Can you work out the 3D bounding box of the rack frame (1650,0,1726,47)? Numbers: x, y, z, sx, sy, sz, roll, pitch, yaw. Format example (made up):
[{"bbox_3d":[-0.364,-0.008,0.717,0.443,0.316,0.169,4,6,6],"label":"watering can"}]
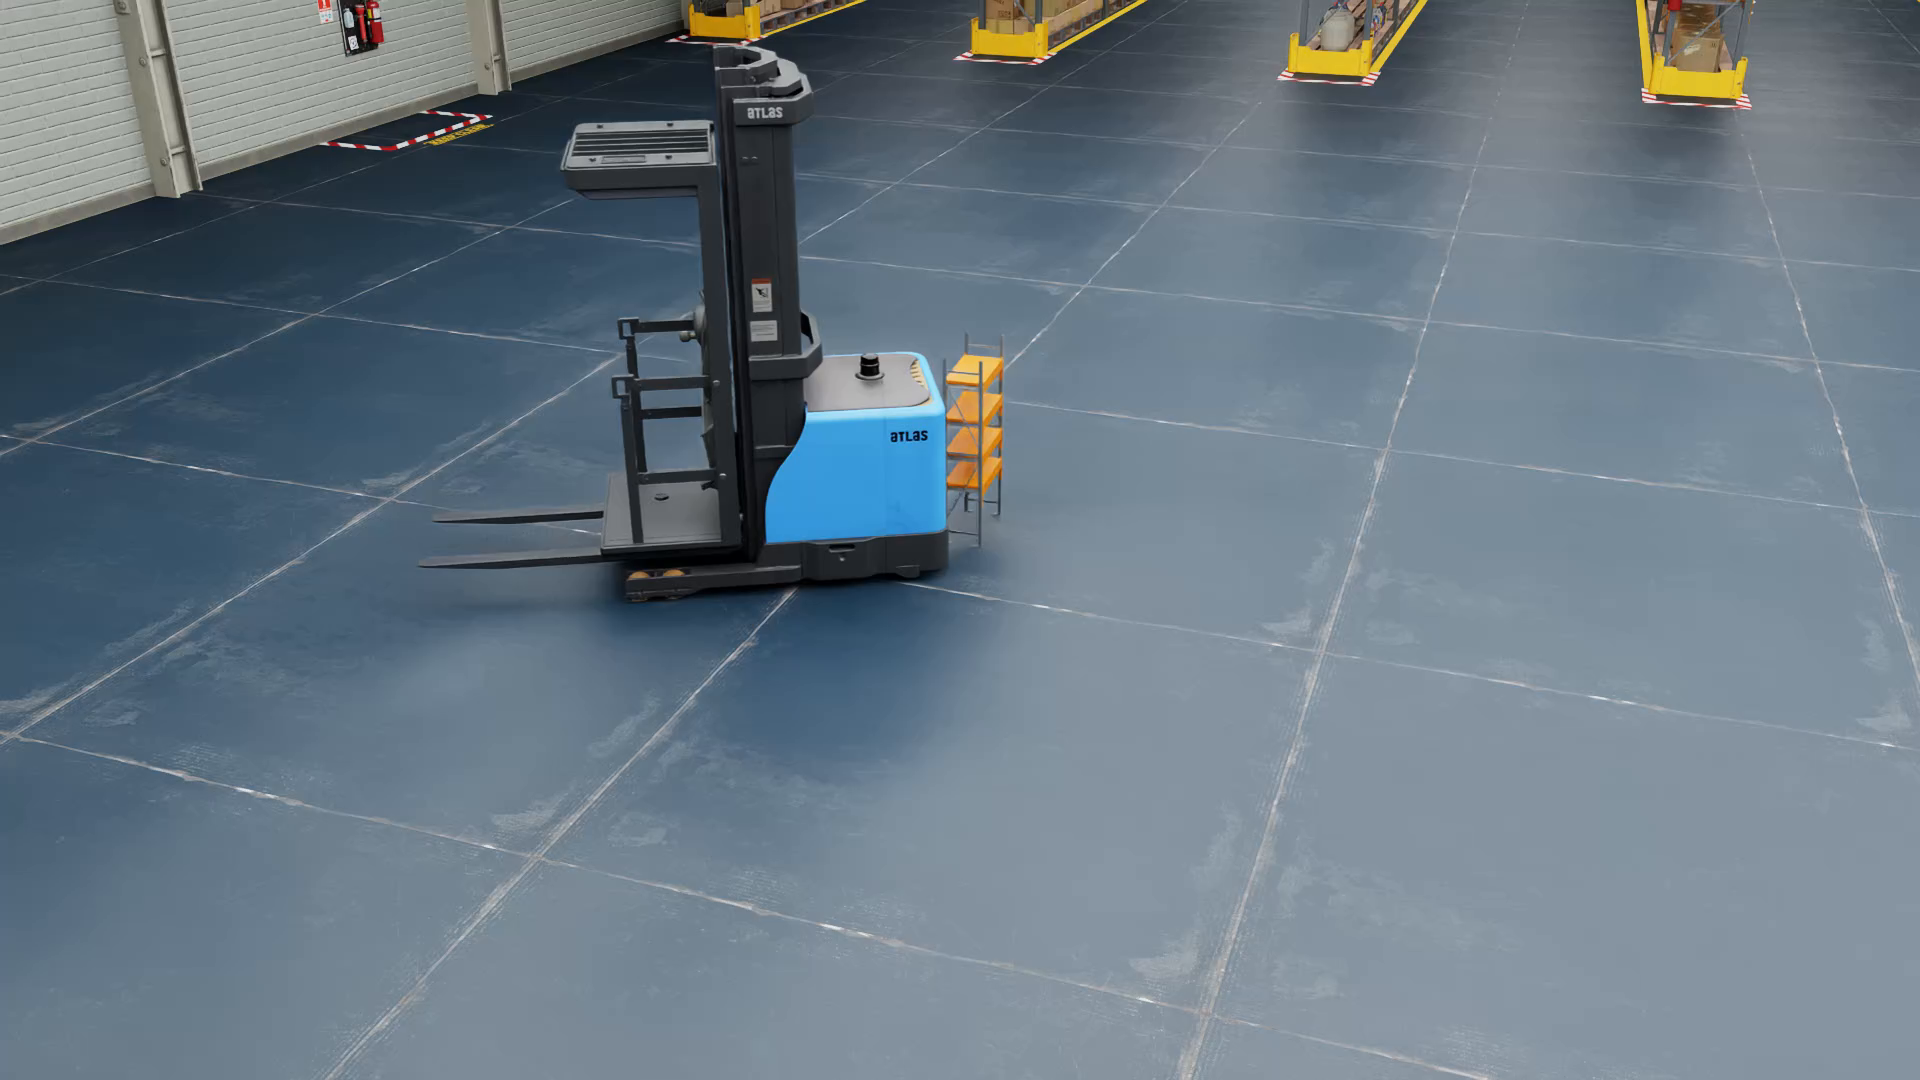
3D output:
[{"bbox_3d":[11.447,-9.127,25.659,1.000,3.000,0.127,9,27,17],"label":"rack frame"}]

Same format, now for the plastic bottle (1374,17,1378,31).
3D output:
[{"bbox_3d":[6.490,-8.053,26.067,0.097,0.271,0.097,0,26,0],"label":"plastic bottle"}]

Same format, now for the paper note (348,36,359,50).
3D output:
[{"bbox_3d":[-7.459,-6.116,20.451,0.016,0.148,0.142,9,27,17],"label":"paper note"}]

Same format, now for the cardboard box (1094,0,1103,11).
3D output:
[{"bbox_3d":[2.158,-9.294,28.677,0.500,0.250,0.500,9,27,17],"label":"cardboard box"}]

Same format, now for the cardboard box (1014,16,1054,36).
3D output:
[{"bbox_3d":[1.164,-8.061,26.130,0.500,0.250,0.500,9,27,17],"label":"cardboard box"}]

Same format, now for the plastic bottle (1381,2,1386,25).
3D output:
[{"bbox_3d":[6.834,-8.545,26.990,0.144,0.351,0.185,8,27,16],"label":"plastic bottle"}]

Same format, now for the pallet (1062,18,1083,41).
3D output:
[{"bbox_3d":[1.398,-8.486,27.535,1.003,0.211,1.213,9,27,17],"label":"pallet"}]

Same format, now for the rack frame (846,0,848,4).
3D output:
[{"bbox_3d":[-2.566,-11.282,30.109,1.000,3.000,0.127,9,27,17],"label":"rack frame"}]

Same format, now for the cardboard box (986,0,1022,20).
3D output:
[{"bbox_3d":[0.673,-8.474,26.122,0.500,0.500,0.500,9,27,17],"label":"cardboard box"}]

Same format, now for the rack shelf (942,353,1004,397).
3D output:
[{"bbox_3d":[0.081,-0.965,9.964,0.258,0.148,0.480,7,27,14],"label":"rack shelf"}]

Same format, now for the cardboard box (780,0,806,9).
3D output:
[{"bbox_3d":[-3.101,-9.511,28.815,0.700,0.500,0.500,7,27,14],"label":"cardboard box"}]

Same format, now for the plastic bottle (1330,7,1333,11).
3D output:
[{"bbox_3d":[5.912,-8.327,26.542,0.144,0.351,0.185,9,27,17],"label":"plastic bottle"}]

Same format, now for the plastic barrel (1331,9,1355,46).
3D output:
[{"bbox_3d":[5.759,-7.758,25.205,0.421,0.512,0.421,0,26,0],"label":"plastic barrel"}]

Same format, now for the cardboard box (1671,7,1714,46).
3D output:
[{"bbox_3d":[11.093,-7.796,25.296,0.500,0.500,0.500,19,32,34],"label":"cardboard box"}]

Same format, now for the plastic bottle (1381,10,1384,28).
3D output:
[{"bbox_3d":[6.755,-8.362,26.691,0.061,0.283,0.133,11,28,21],"label":"plastic bottle"}]

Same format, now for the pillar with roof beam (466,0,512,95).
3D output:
[{"bbox_3d":[-2.417,-9.661,19.878,9.100,9.000,0.400,9,27,17],"label":"pillar with roof beam"}]

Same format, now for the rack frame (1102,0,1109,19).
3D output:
[{"bbox_3d":[2.107,-10.565,28.629,1.000,3.000,0.127,9,27,17],"label":"rack frame"}]

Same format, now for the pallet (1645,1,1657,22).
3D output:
[{"bbox_3d":[12.517,-9.195,28.998,1.003,0.211,1.213,9,27,17],"label":"pallet"}]

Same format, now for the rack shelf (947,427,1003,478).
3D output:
[{"bbox_3d":[0.080,-0.550,10.164,0.258,0.148,0.480,7,27,14],"label":"rack shelf"}]

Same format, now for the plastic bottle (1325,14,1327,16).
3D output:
[{"bbox_3d":[5.799,-8.149,26.258,0.152,0.276,0.135,8,27,16],"label":"plastic bottle"}]

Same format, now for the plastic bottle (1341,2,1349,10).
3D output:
[{"bbox_3d":[6.252,-8.559,27.019,0.144,0.351,0.185,9,27,17],"label":"plastic bottle"}]

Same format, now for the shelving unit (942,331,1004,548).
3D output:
[{"bbox_3d":[0.080,-0.611,10.134,0.258,1.200,0.503,7,27,14],"label":"shelving unit"}]

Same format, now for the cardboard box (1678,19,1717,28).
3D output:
[{"bbox_3d":[10.732,-7.307,24.285,0.500,0.500,0.500,11,28,22],"label":"cardboard box"}]

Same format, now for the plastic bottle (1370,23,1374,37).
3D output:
[{"bbox_3d":[6.342,-7.871,25.691,0.097,0.271,0.097,0,26,0],"label":"plastic bottle"}]

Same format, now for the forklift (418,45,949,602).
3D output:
[{"bbox_3d":[-1.629,-1.213,9.393,3.031,2.935,1.130,-4,26,-8],"label":"forklift"}]

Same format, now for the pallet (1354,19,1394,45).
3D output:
[{"bbox_3d":[6.514,-8.320,27.192,1.003,0.211,1.213,9,27,17],"label":"pallet"}]

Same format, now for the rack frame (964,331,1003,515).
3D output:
[{"bbox_3d":[0.145,-0.713,10.346,0.240,1.200,0.015,7,27,14],"label":"rack frame"}]

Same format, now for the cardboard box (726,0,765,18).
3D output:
[{"bbox_3d":[-3.582,-8.897,27.765,0.500,0.311,0.500,6,26,12],"label":"cardboard box"}]

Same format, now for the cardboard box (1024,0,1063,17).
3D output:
[{"bbox_3d":[1.328,-8.604,26.391,0.500,0.500,0.500,9,27,17],"label":"cardboard box"}]

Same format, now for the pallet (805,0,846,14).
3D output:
[{"bbox_3d":[-2.756,-9.746,30.136,1.003,0.211,1.213,9,27,17],"label":"pallet"}]

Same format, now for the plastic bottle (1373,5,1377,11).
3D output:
[{"bbox_3d":[6.698,-8.565,27.034,0.144,0.351,0.185,9,27,17],"label":"plastic bottle"}]

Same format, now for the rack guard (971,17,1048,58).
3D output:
[{"bbox_3d":[0.768,-7.786,25.758,1.175,0.500,0.348,9,27,17],"label":"rack guard"}]

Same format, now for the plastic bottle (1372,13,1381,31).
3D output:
[{"bbox_3d":[6.605,-8.233,26.433,0.152,0.276,0.135,9,27,18],"label":"plastic bottle"}]

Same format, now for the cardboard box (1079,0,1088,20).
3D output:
[{"bbox_3d":[1.830,-8.883,27.827,0.500,0.250,0.500,9,27,17],"label":"cardboard box"}]

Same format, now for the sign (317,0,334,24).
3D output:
[{"bbox_3d":[-7.616,-6.379,19.943,0.001,0.329,0.234,9,27,17],"label":"sign"}]

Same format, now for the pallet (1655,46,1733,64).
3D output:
[{"bbox_3d":[10.853,-7.088,24.647,1.003,0.211,1.213,9,27,17],"label":"pallet"}]

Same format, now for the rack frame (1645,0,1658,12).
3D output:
[{"bbox_3d":[12.778,-10.771,29.054,1.000,3.000,0.127,9,27,17],"label":"rack frame"}]

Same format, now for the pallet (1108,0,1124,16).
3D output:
[{"bbox_3d":[2.315,-9.619,29.873,1.003,0.211,1.213,9,27,17],"label":"pallet"}]

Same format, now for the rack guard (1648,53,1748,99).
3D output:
[{"bbox_3d":[10.141,-6.389,22.873,1.175,0.500,0.348,9,27,17],"label":"rack guard"}]

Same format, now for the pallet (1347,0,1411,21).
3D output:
[{"bbox_3d":[7.405,-9.422,29.467,1.003,0.211,1.213,9,27,17],"label":"pallet"}]

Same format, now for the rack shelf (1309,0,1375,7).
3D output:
[{"bbox_3d":[6.111,-8.700,25.601,1.077,0.370,4.000,9,27,17],"label":"rack shelf"}]

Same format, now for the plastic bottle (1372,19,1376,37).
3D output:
[{"bbox_3d":[6.435,-7.967,25.875,0.061,0.283,0.133,9,27,18],"label":"plastic bottle"}]

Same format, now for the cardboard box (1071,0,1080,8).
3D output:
[{"bbox_3d":[1.665,-9.014,27.239,0.500,0.500,0.500,9,27,17],"label":"cardboard box"}]

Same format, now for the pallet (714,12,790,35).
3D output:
[{"bbox_3d":[-3.568,-8.743,28.065,1.003,0.211,1.213,9,27,17],"label":"pallet"}]

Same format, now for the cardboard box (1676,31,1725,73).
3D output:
[{"bbox_3d":[10.340,-6.801,23.242,0.500,0.500,0.500,14,29,27],"label":"cardboard box"}]

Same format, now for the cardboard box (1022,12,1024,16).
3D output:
[{"bbox_3d":[0.830,-8.343,26.713,0.500,0.250,0.500,9,27,17],"label":"cardboard box"}]

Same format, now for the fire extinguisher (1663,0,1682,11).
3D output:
[{"bbox_3d":[9.643,-7.468,22.321,0.296,0.674,0.183,9,27,17],"label":"fire extinguisher"}]

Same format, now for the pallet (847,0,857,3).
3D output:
[{"bbox_3d":[-2.308,-10.347,31.378,1.003,0.211,1.213,9,27,17],"label":"pallet"}]

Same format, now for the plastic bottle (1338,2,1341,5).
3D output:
[{"bbox_3d":[6.257,-8.748,27.502,0.097,0.271,0.097,0,26,0],"label":"plastic bottle"}]

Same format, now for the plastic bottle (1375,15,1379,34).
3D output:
[{"bbox_3d":[6.557,-8.137,26.239,0.097,0.271,0.097,0,26,0],"label":"plastic bottle"}]

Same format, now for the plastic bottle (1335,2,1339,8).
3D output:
[{"bbox_3d":[6.116,-8.579,27.063,0.144,0.351,0.185,10,27,19],"label":"plastic bottle"}]

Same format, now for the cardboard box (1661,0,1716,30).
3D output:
[{"bbox_3d":[11.672,-8.449,26.622,0.700,0.500,0.500,7,27,13],"label":"cardboard box"}]

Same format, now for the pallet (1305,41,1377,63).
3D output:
[{"bbox_3d":[5.702,-7.318,25.121,1.003,0.211,1.213,9,27,17],"label":"pallet"}]

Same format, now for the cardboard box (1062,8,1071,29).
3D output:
[{"bbox_3d":[1.493,-8.472,26.980,0.500,0.250,0.500,9,27,17],"label":"cardboard box"}]

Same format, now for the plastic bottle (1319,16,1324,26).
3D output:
[{"bbox_3d":[5.665,-8.046,26.038,0.061,0.283,0.133,9,27,19],"label":"plastic bottle"}]
